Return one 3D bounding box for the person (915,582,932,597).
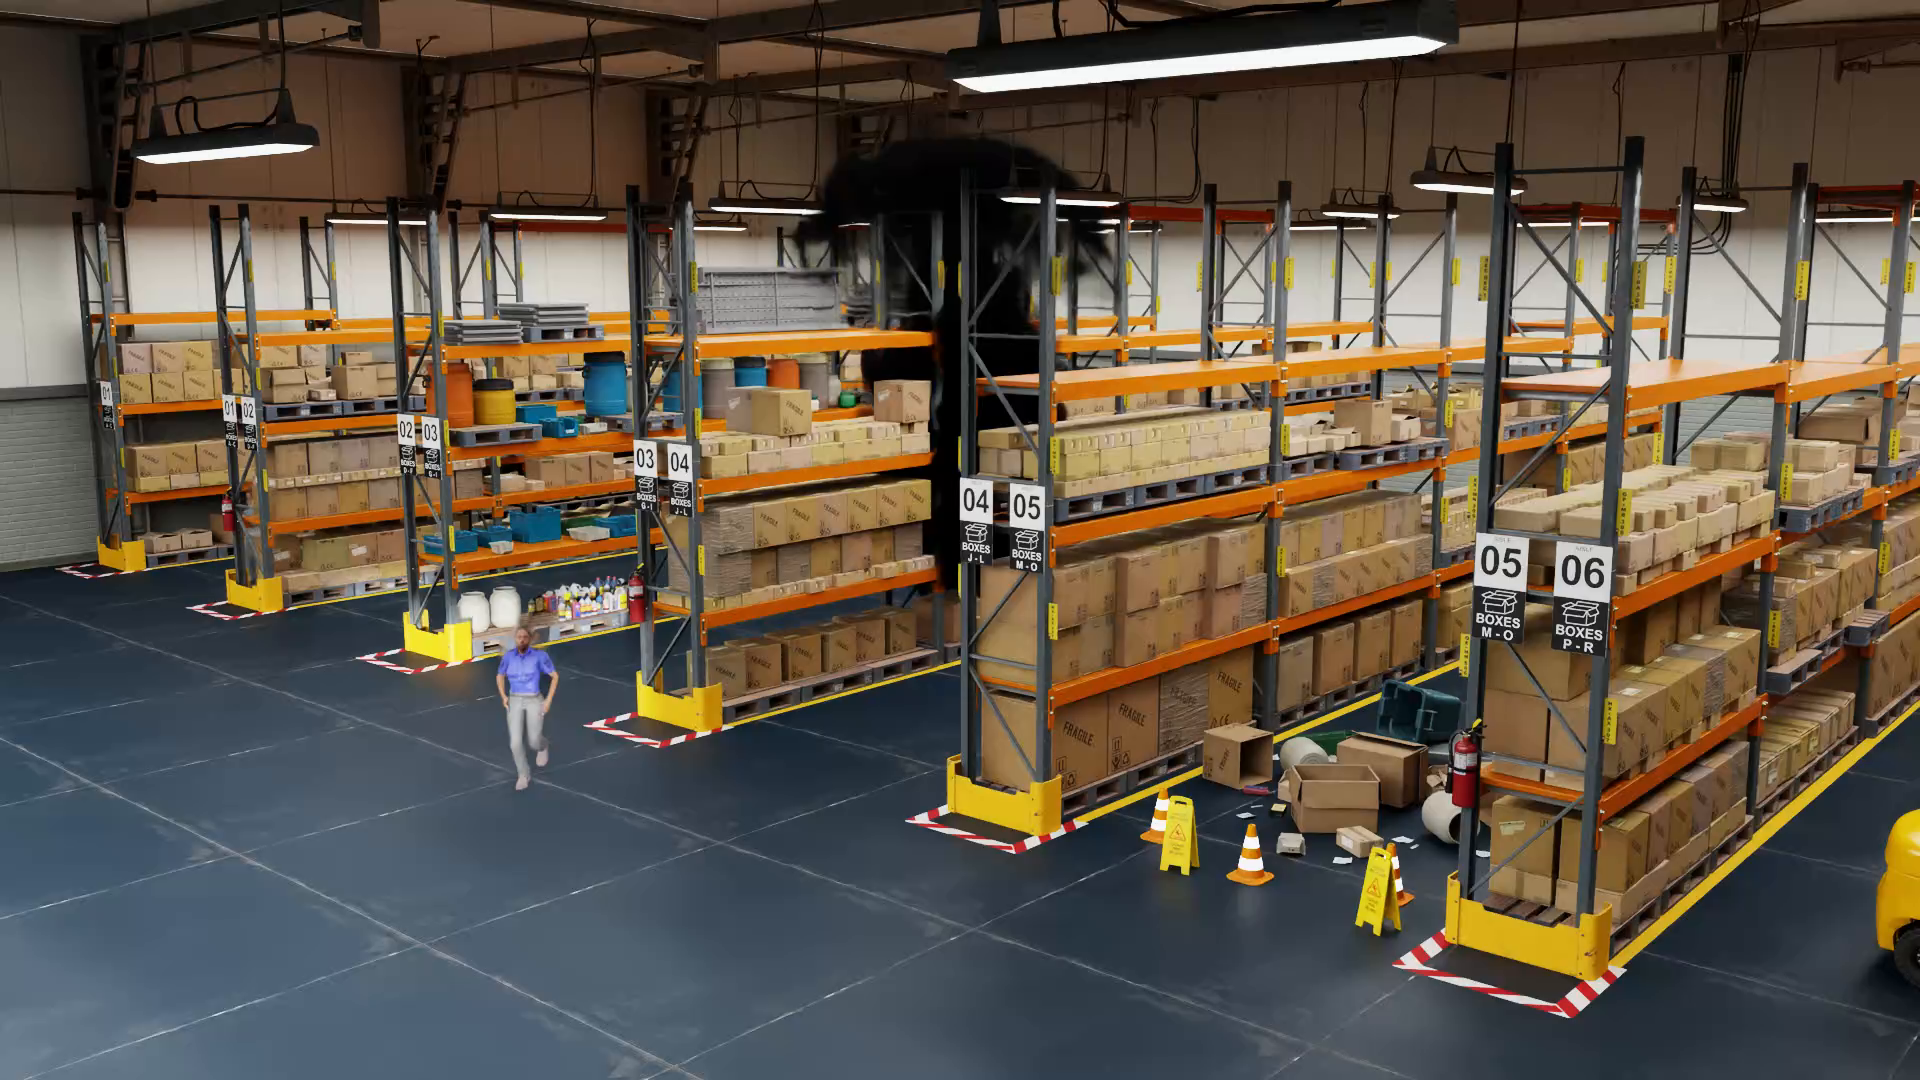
[{"bbox_3d":[-0.454,0.351,24.517,0.506,1.568,0.537,-9,13,-43],"label":"person"}]

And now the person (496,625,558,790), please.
[{"bbox_3d":[-4.331,1.649,16.672,0.609,1.620,0.617,0,9,-2],"label":"person"}]

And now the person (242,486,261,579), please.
[{"bbox_3d":[-11.402,-0.075,26.907,0.586,1.622,0.753,8,12,40],"label":"person"}]
